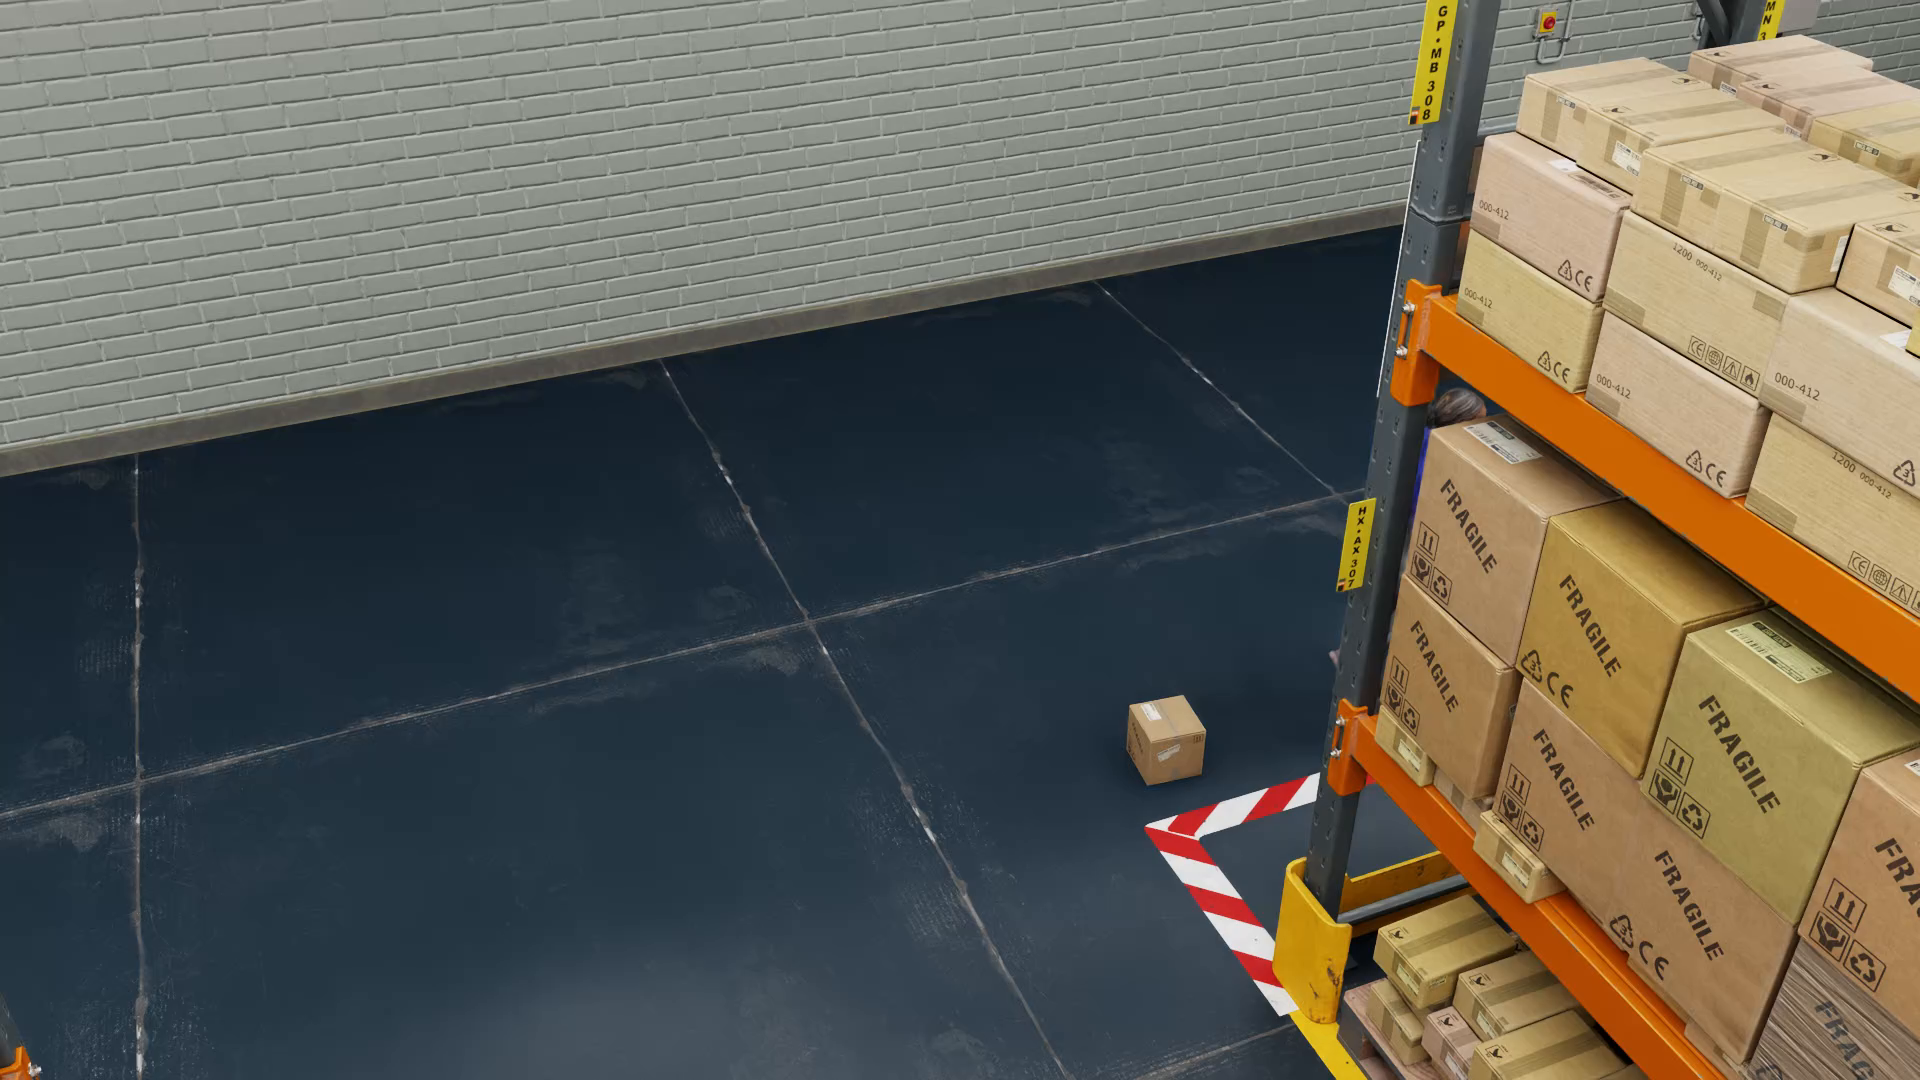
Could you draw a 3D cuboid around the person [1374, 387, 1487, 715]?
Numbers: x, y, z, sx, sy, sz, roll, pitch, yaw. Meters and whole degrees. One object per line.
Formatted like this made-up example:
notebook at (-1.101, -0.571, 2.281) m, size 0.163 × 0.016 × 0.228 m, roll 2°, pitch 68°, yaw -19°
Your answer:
person at (1.935, 0.085, 6.964) m, size 0.457 × 1.654 × 0.478 m, roll 0°, pitch 34°, yaw -1°
